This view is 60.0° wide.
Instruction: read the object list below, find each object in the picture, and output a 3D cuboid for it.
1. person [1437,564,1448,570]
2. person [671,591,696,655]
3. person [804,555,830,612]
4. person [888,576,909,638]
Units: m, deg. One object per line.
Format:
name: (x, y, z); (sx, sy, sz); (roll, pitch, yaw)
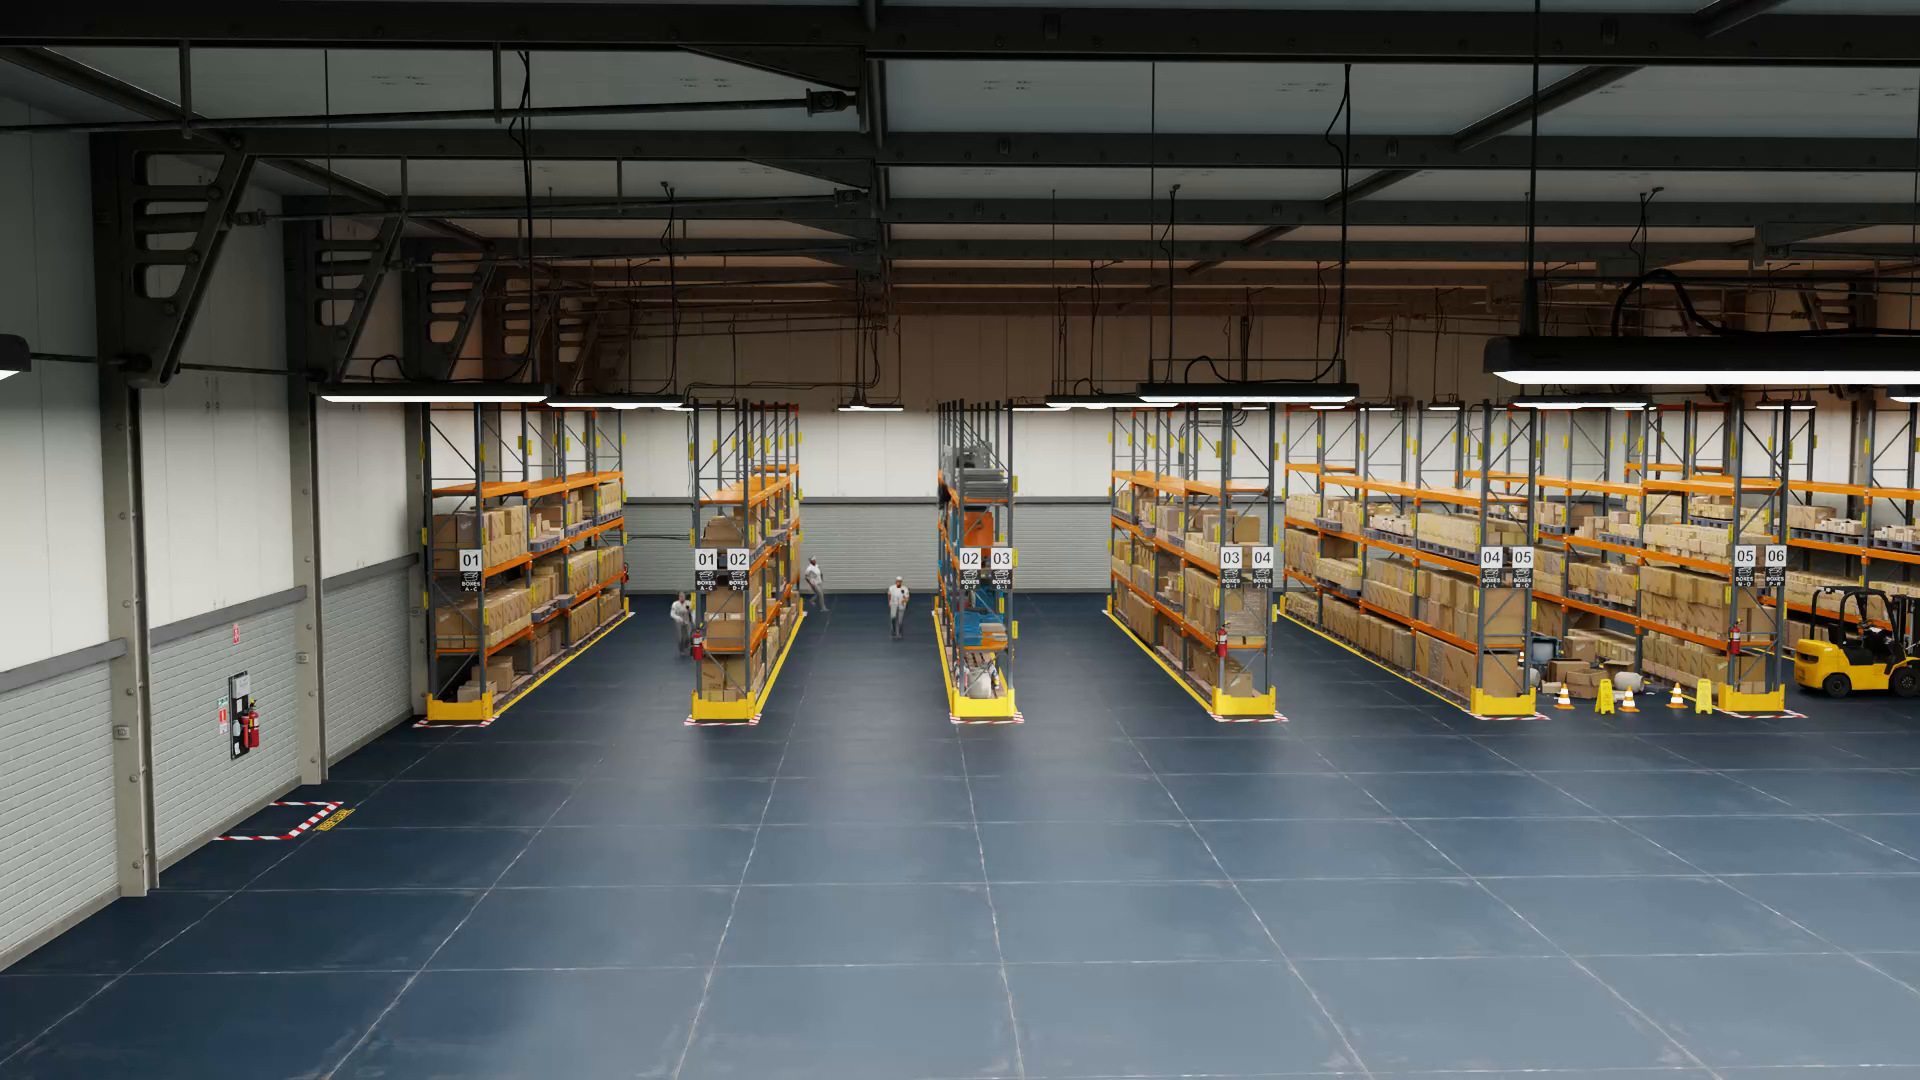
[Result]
person: (14.301, 1.155, 49.015); (0.822, 1.724, 0.610); (-1, 4, -7)
person: (-6.519, 1.959, 39.187); (0.604, 1.576, 0.745); (-1, 4, -15)
person: (-4.201, 1.255, 48.072); (0.745, 1.639, 0.629); (3, 5, 35)
person: (-1.549, 1.706, 41.844); (0.533, 1.607, 0.817); (0, 4, -4)
